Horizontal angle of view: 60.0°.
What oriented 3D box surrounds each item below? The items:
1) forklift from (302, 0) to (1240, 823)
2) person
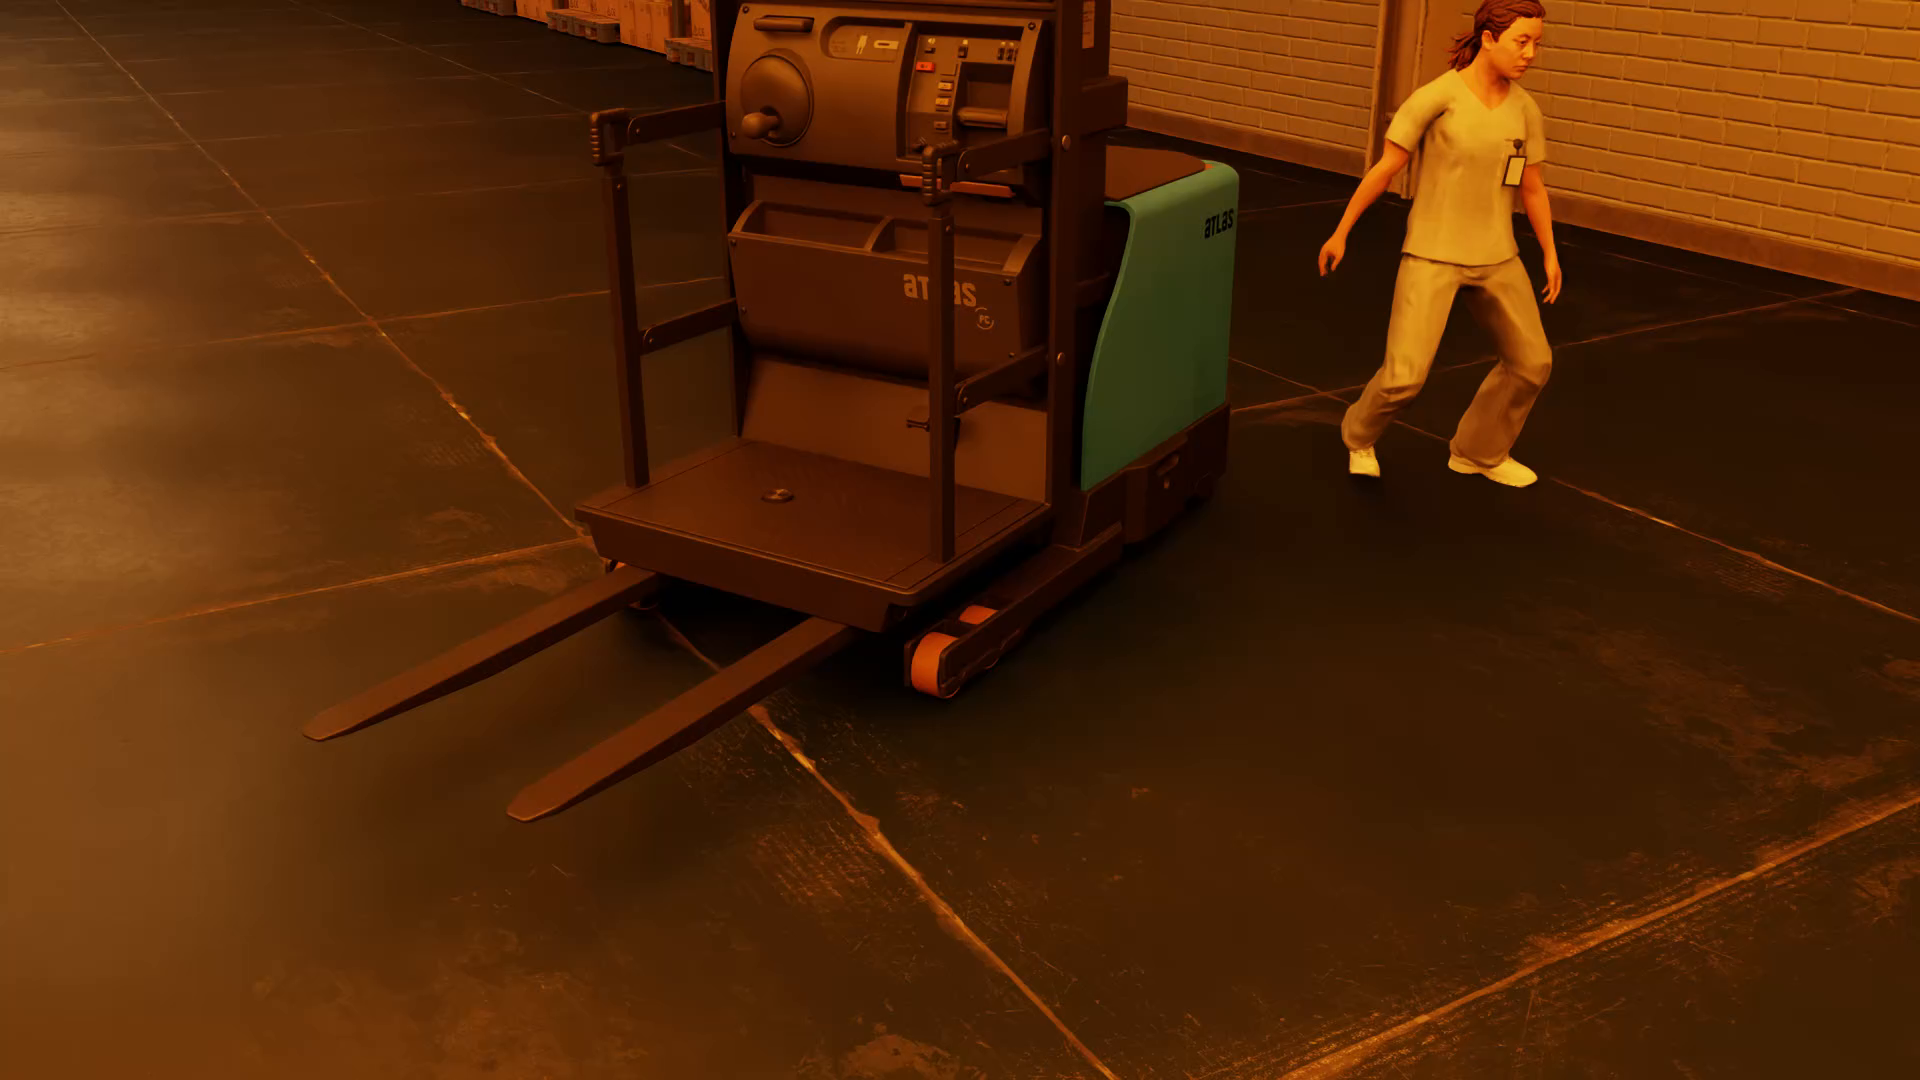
[{"bbox_3d":[-0.323,-1.159,4.099,1.130,2.935,3.031,13,26,29],"label":"forklift"},{"bbox_3d":[1.539,-0.926,5.304,0.781,1.596,0.484,-3,23,-7],"label":"person"}]
